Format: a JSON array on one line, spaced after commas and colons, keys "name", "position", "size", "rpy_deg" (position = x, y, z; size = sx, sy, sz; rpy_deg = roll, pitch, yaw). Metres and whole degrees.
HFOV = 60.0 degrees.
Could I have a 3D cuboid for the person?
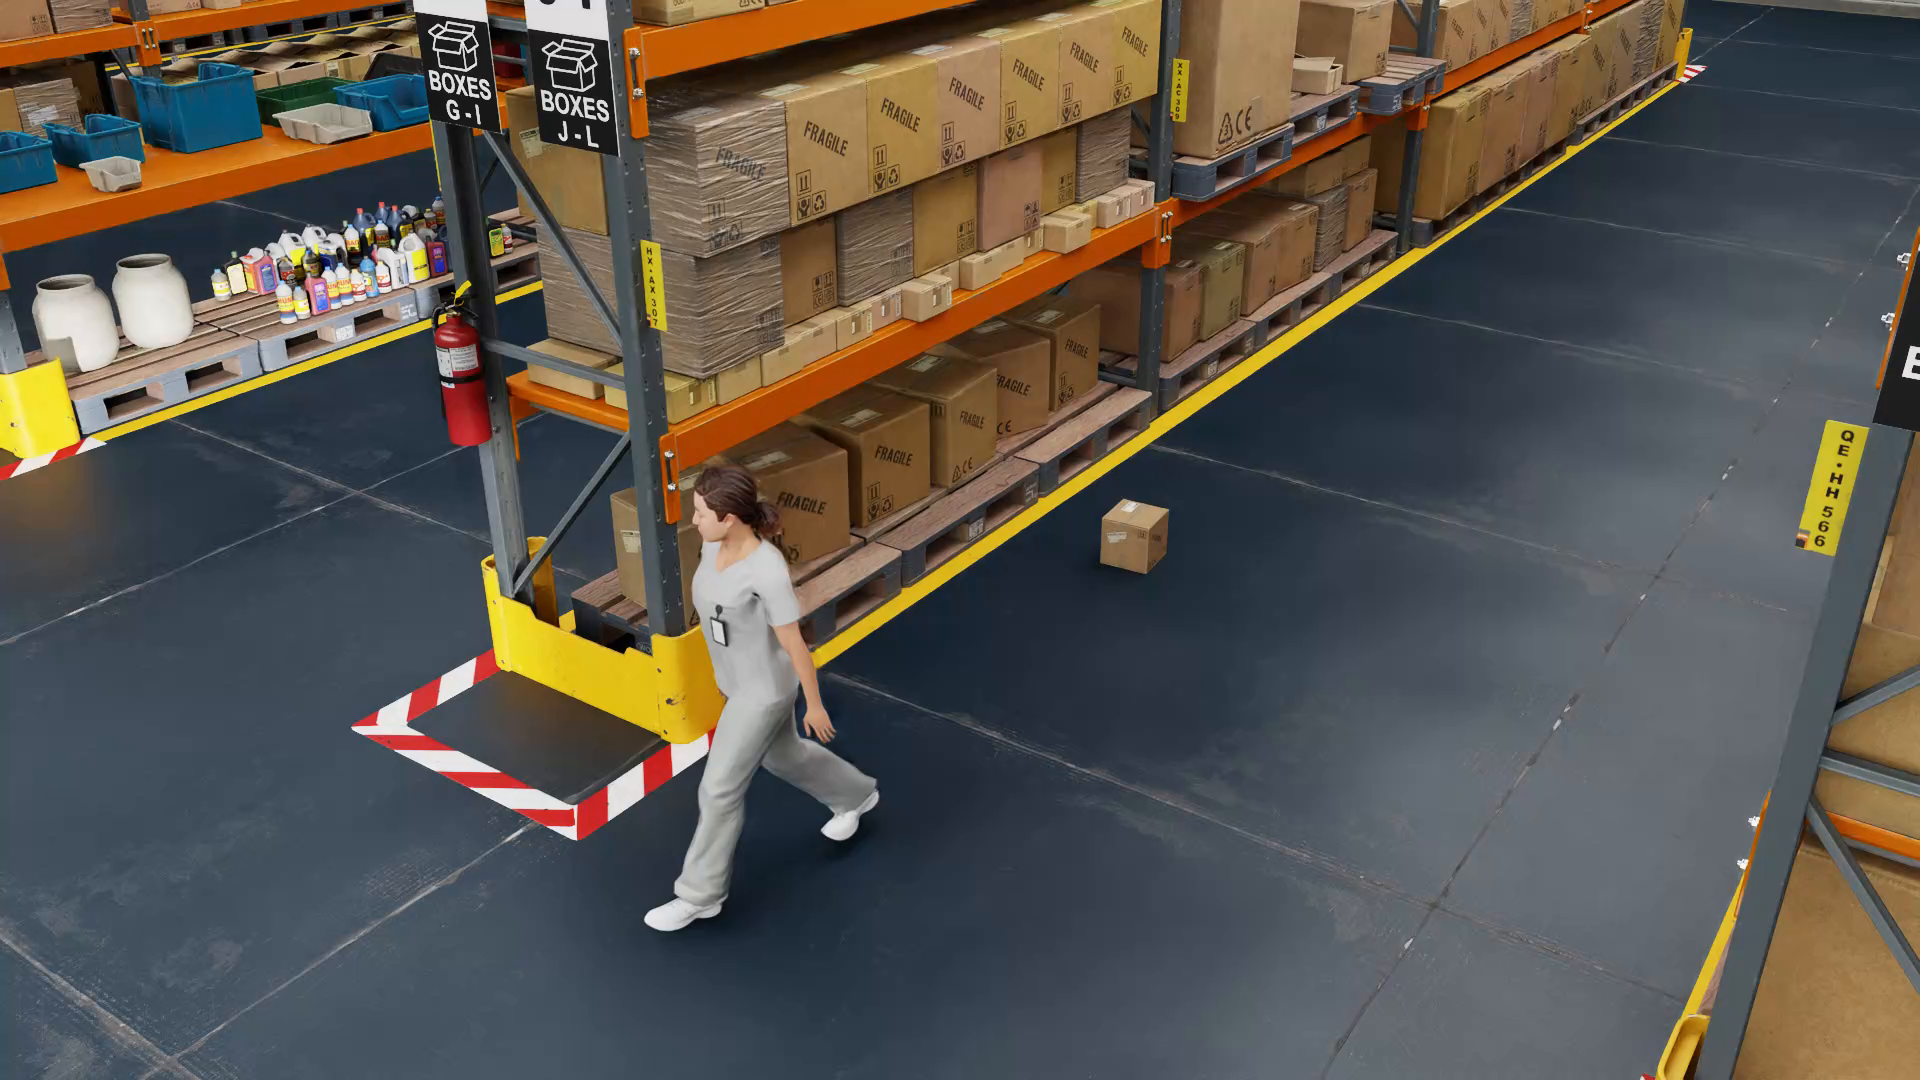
[{"name": "person", "position": [-0.696, 0.495, 5.671], "size": [1.028, 1.620, 0.545], "rpy_deg": [-17, 31, -29]}]
